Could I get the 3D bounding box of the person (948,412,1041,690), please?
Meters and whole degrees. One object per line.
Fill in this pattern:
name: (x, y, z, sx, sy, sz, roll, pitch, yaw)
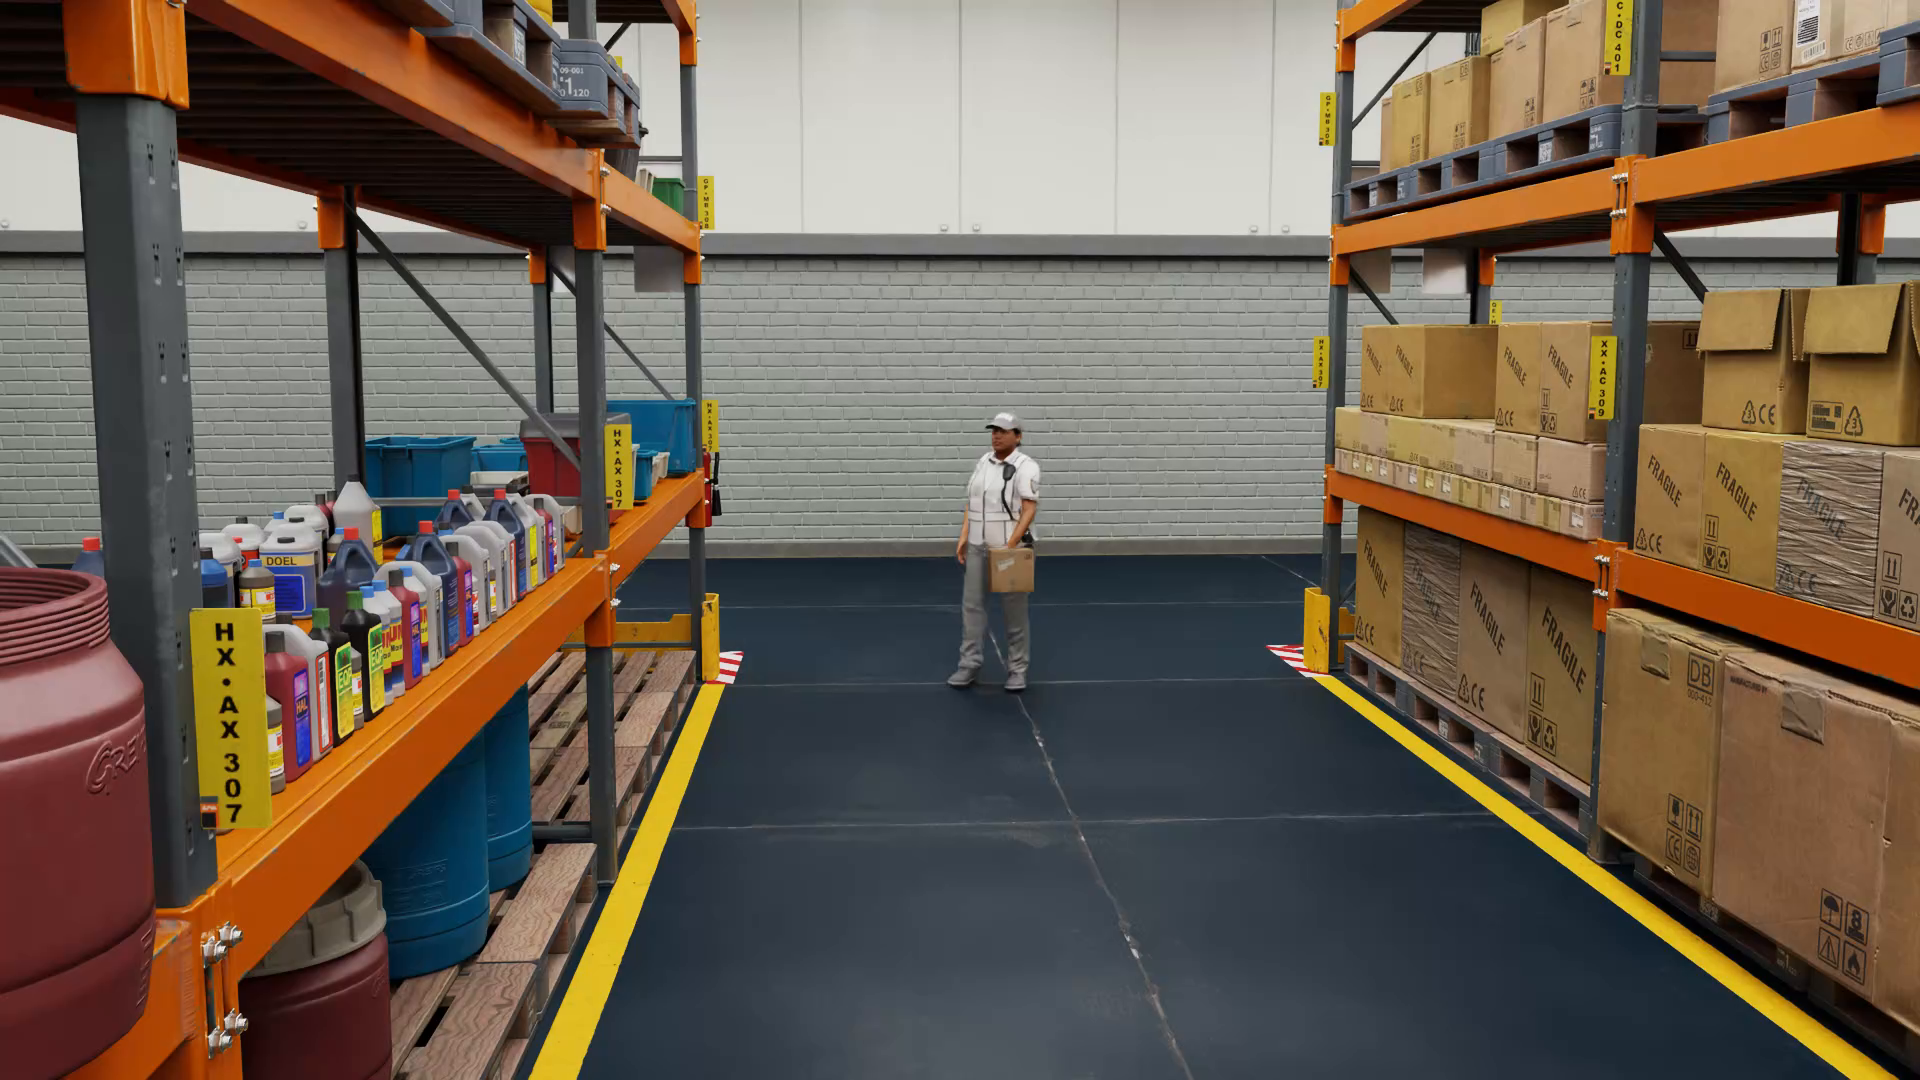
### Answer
person: (0.225, 0.063, 10.119, 0.496, 1.673, 0.501, 5, 9, 37)
